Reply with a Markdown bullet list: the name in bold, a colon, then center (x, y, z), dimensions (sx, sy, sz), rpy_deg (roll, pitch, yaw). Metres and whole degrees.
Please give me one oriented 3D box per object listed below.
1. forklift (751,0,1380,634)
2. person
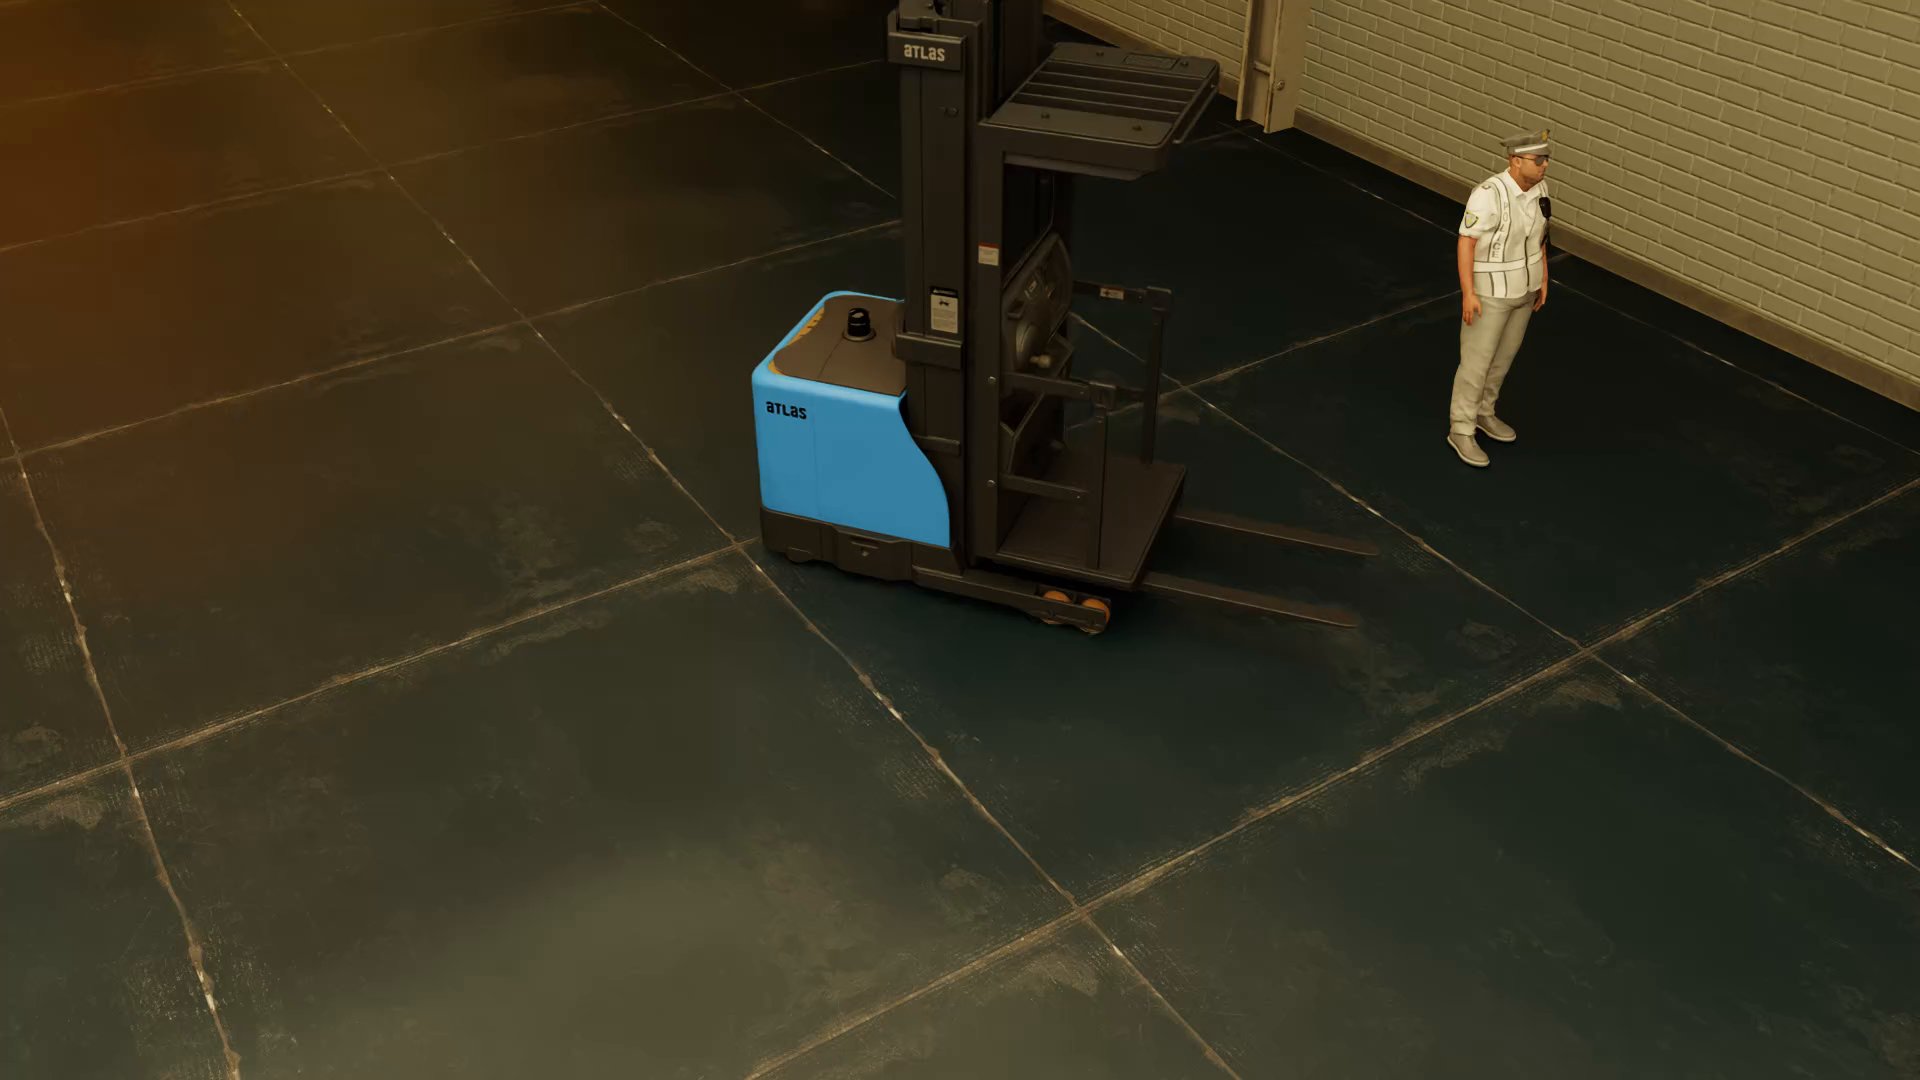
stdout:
- **forklift**: center (0.548, -1.092, 7.702), dimensions (3.031, 2.935, 1.130), rpy_deg (12, 37, 16)
- **person**: center (3.001, -1.344, 9.049), dimensions (0.638, 1.778, 0.576), rpy_deg (-19, 39, -25)
